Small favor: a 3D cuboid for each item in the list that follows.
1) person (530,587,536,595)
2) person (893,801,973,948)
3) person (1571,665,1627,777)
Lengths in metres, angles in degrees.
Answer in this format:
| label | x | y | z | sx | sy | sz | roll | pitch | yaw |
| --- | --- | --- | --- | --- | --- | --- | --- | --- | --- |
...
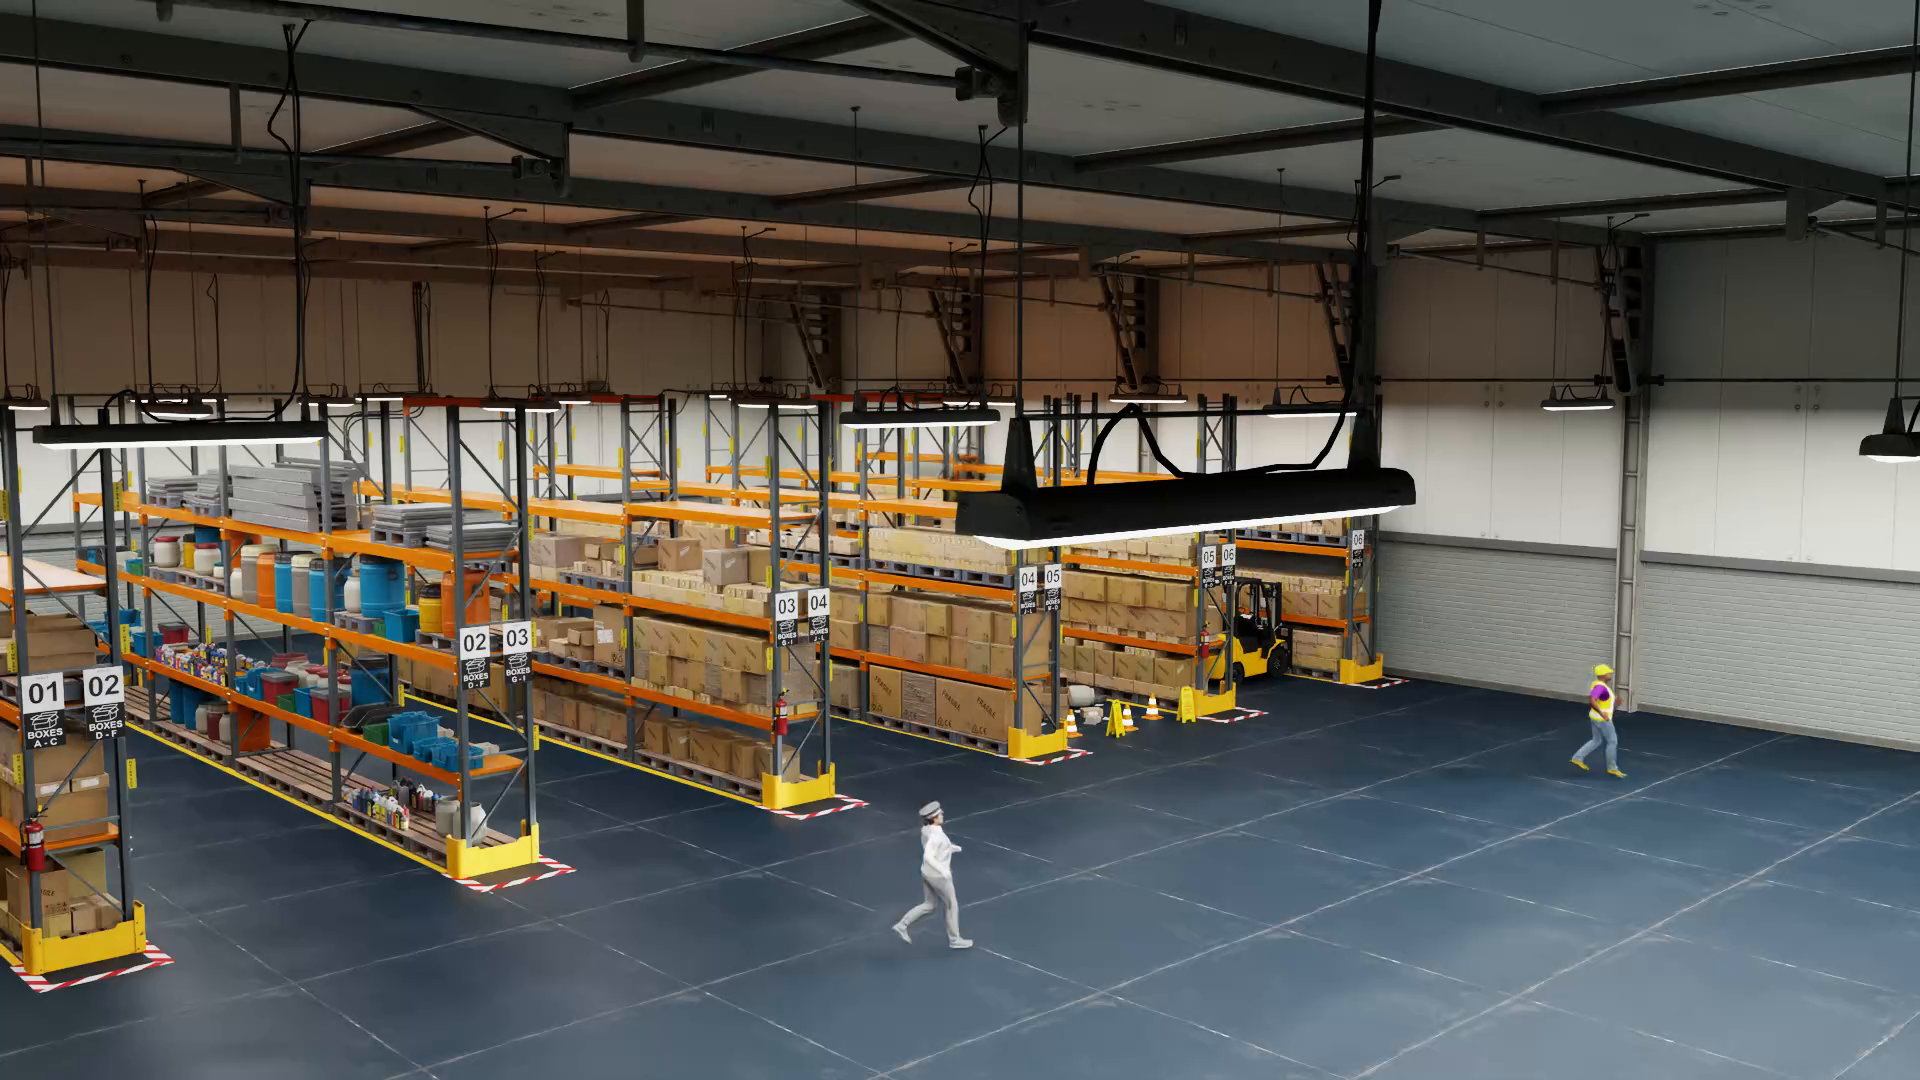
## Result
| label | x | y | z | sx | sy | sz | roll | pitch | yaw |
| --- | --- | --- | --- | --- | --- | --- | --- | --- | --- |
| person | -10.540 | 1.587 | 40.751 | 0.667 | 1.646 | 0.792 | -3 | 6 | -31 |
| person | -0.287 | 3.707 | 18.363 | 0.906 | 1.671 | 0.622 | -2 | 6 | -21 |
| person | 10.230 | 2.874 | 26.546 | 0.841 | 1.789 | 0.688 | 1 | 6 | 7 |
